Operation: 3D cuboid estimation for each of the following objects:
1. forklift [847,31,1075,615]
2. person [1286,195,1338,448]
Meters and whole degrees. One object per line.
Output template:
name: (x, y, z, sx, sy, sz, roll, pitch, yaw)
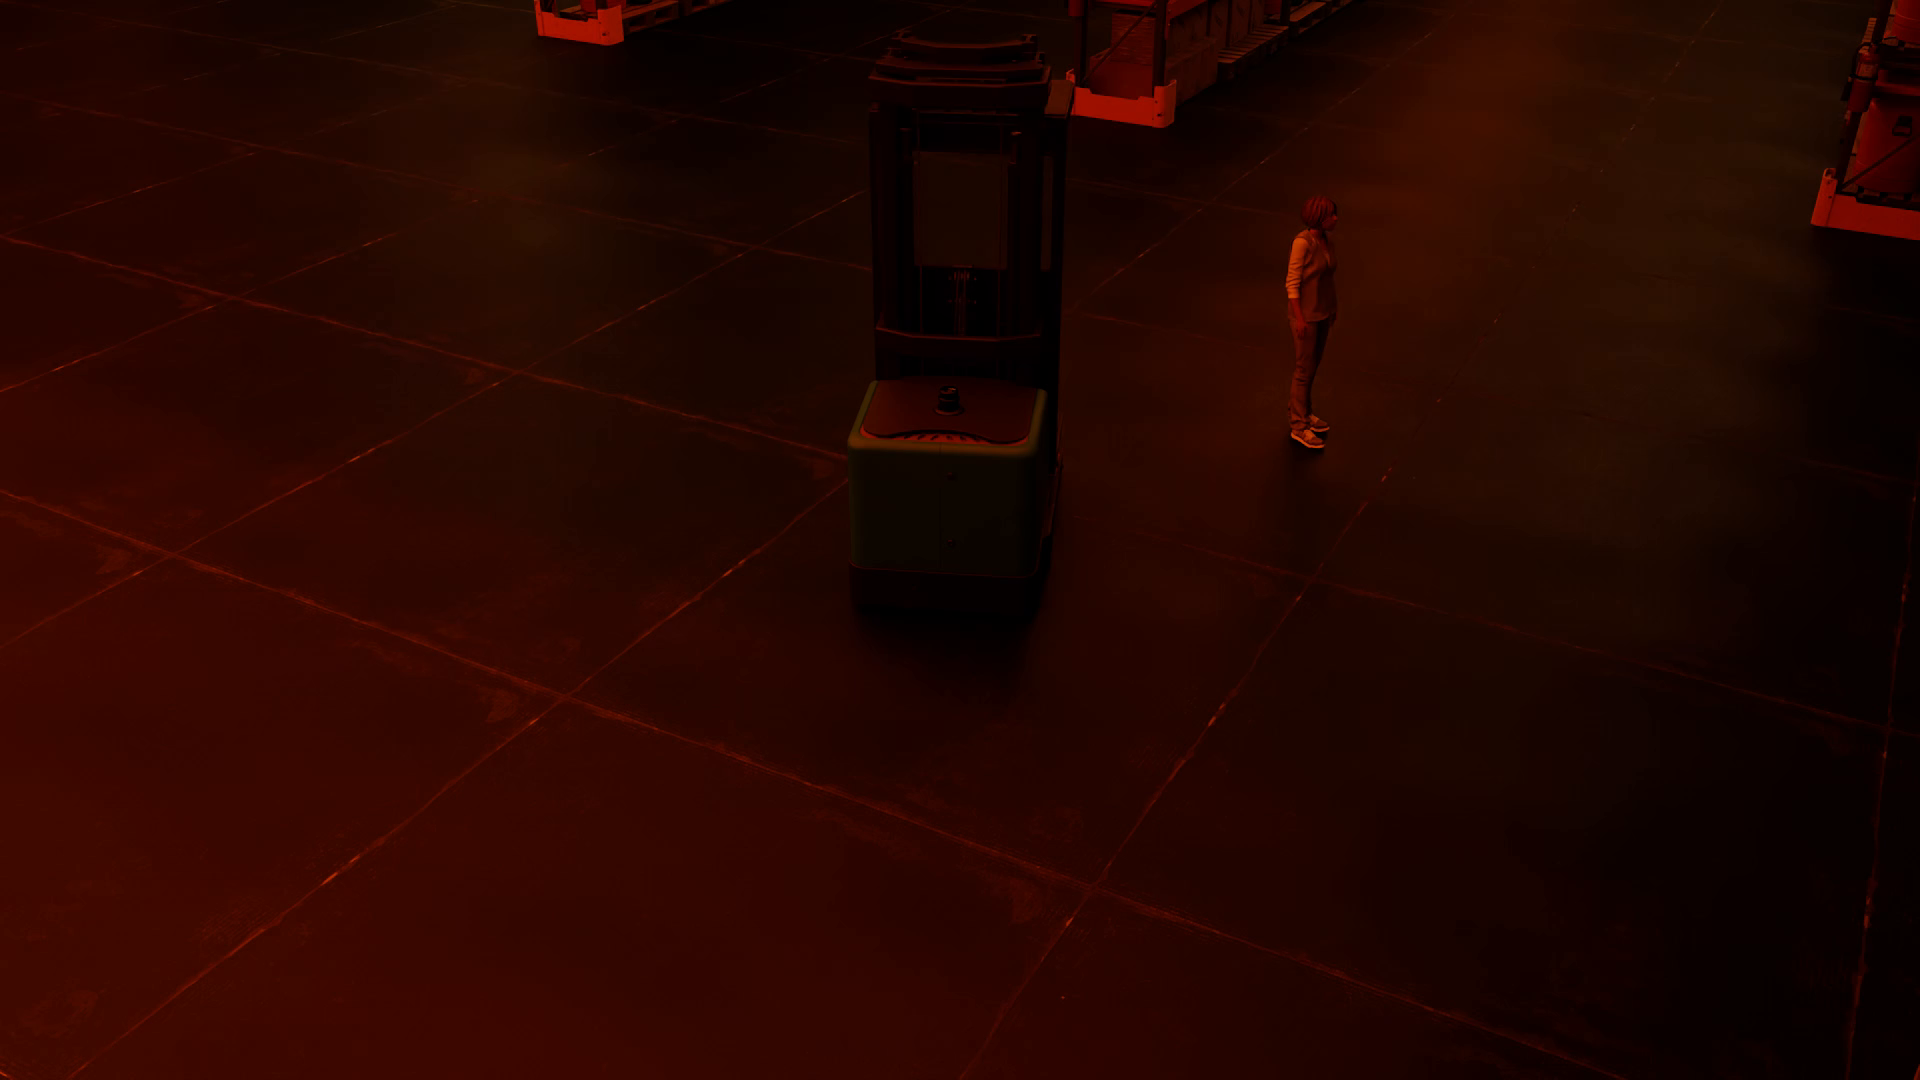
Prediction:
forklift: (0.072, -1.572, 9.794, 1.130, 2.935, 3.031, 3, 30, 6)
person: (2.364, -1.444, 10.892, 0.474, 1.599, 0.518, 22, 37, 33)
